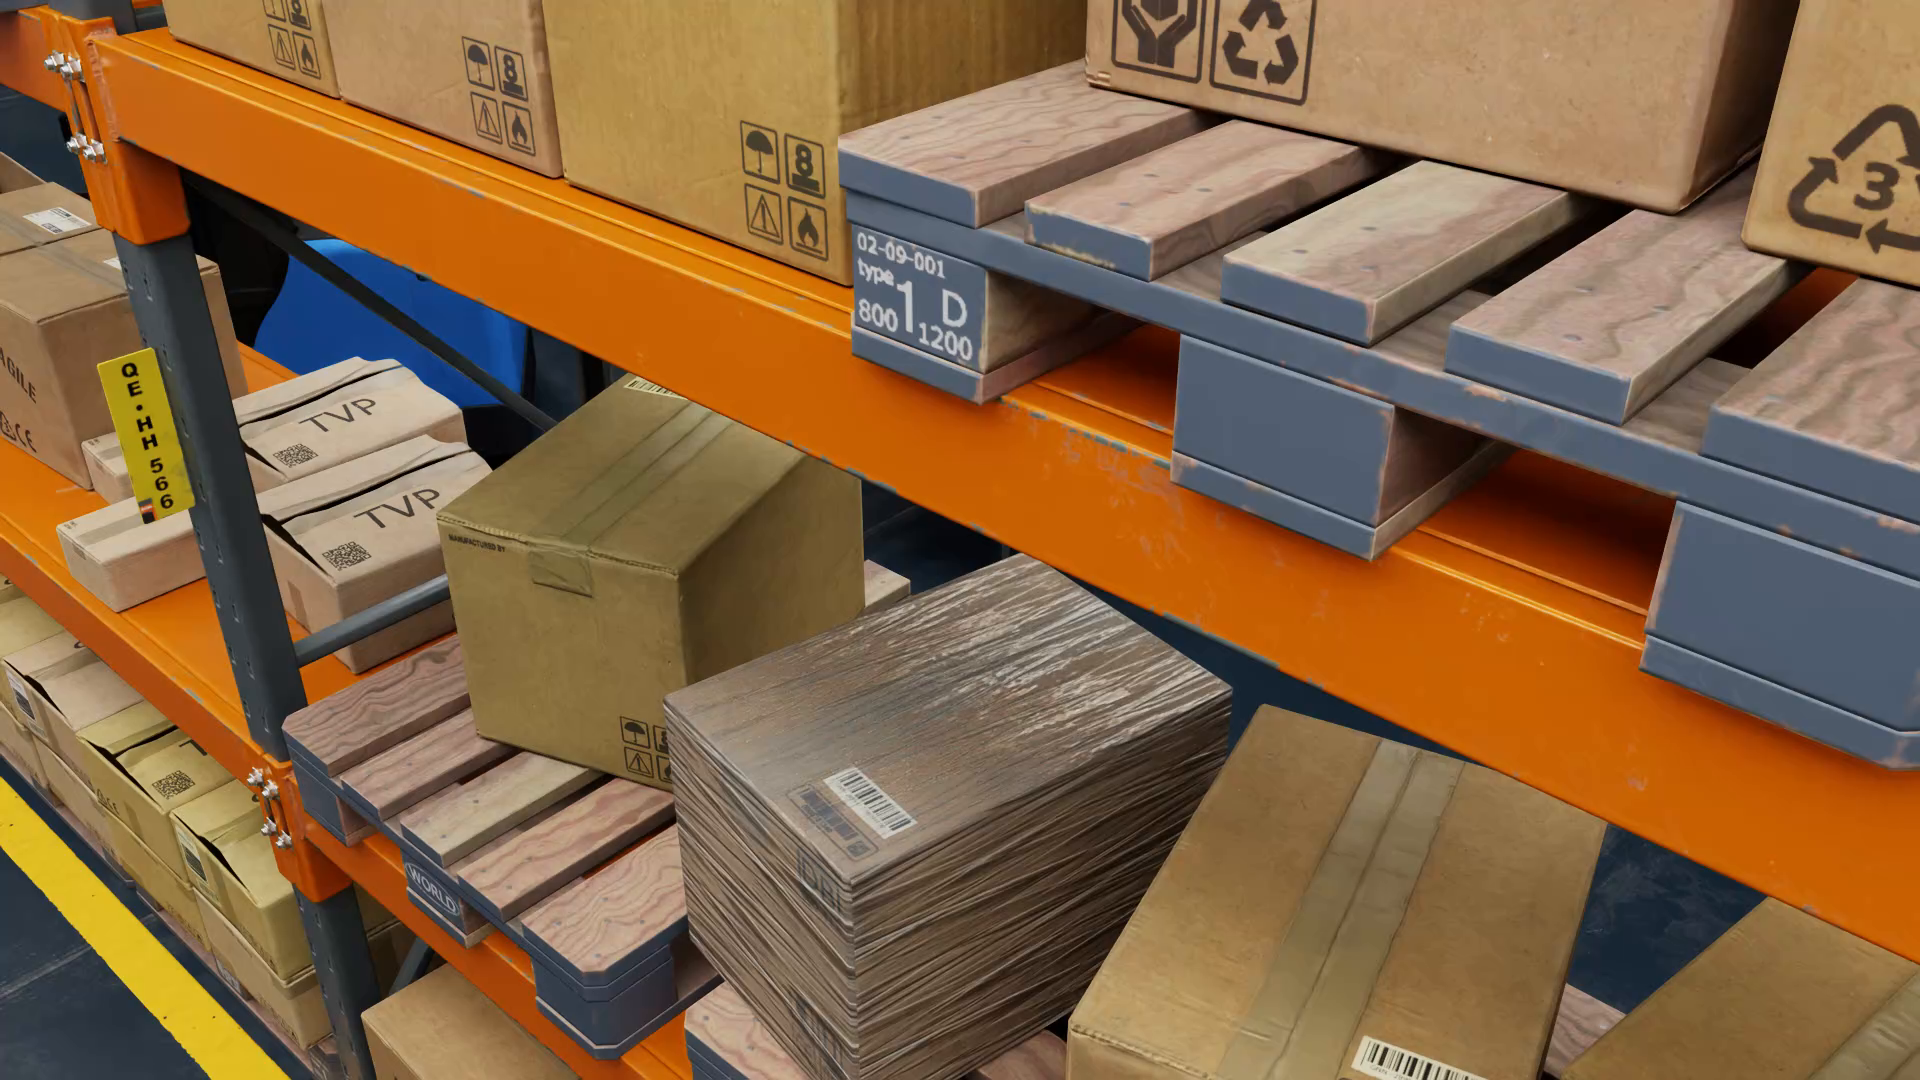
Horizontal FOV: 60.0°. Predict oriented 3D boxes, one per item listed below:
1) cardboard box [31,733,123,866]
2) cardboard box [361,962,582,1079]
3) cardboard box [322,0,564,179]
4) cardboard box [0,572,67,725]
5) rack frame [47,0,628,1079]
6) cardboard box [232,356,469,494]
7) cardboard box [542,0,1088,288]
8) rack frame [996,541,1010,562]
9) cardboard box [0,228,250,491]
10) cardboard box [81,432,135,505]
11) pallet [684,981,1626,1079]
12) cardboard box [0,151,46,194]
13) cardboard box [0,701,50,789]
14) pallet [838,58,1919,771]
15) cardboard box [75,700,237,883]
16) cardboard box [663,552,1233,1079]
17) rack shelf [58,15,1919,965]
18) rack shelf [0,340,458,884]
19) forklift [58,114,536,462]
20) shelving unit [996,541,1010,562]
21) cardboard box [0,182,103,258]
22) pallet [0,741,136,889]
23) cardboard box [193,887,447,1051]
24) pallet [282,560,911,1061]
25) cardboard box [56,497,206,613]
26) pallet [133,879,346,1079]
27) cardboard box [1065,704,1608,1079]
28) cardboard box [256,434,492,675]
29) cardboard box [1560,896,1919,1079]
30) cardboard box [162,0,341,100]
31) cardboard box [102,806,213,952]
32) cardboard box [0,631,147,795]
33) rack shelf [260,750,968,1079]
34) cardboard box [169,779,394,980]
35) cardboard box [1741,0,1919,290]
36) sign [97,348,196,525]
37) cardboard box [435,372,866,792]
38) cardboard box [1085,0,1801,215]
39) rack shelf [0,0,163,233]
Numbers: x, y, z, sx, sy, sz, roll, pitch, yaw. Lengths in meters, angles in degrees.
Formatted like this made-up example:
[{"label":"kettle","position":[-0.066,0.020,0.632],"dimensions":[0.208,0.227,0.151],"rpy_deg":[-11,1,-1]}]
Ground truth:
[{"label":"cardboard box","position":[-2.417,0.653,5.015],"dimensions":[0.500,0.250,0.500],"rpy_deg":[26,40,36]},{"label":"cardboard box","position":[-0.963,1.246,3.770],"dimensions":[0.500,0.500,0.500],"rpy_deg":[27,40,37]},{"label":"cardboard box","position":[-0.384,-0.917,2.359],"dimensions":[0.500,0.500,0.910],"rpy_deg":[25,39,35]},{"label":"cardboard box","position":[-2.794,0.240,5.159],"dimensions":[0.500,0.311,0.500],"rpy_deg":[26,40,36]},{"label":"rack frame","position":[-1.108,0.096,3.682],"dimensions":[0.127,3.000,1.000],"rpy_deg":[25,39,35]},{"label":"cardboard box","position":[-1.641,-0.249,4.342],"dimensions":[0.500,0.311,0.500],"rpy_deg":[25,39,35]},{"label":"cardboard box","position":[0.001,-0.737,2.061],"dimensions":[0.500,0.500,0.910],"rpy_deg":[25,39,35]},{"label":"rack frame","position":[0.314,-0.496,6.120],"dimensions":[0.032,1.500,0.500],"rpy_deg":[25,39,35]},{"label":"cardboard box","position":[-2.363,-0.521,4.610],"dimensions":[0.500,0.500,0.500],"rpy_deg":[23,38,33]},{"label":"cardboard box","position":[-2.092,-0.216,4.444],"dimensions":[0.380,0.149,0.250],"rpy_deg":[-26,40,-36]},{"label":"pallet","position":[0.337,0.850,2.616],"dimensions":[1.213,0.211,1.003],"rpy_deg":[25,39,35]},{"label":"cardboard box","position":[-3.125,-0.876,5.201],"dimensions":[0.500,0.500,0.500],"rpy_deg":[-26,40,-36]},{"label":"cardboard box","position":[-2.801,0.477,5.309],"dimensions":[0.500,0.250,0.500],"rpy_deg":[26,40,36]},{"label":"pallet","position":[0.650,-0.334,1.671],"dimensions":[1.003,0.211,1.213],"rpy_deg":[25,39,35]},{"label":"cardboard box","position":[-2.052,0.590,4.577],"dimensions":[0.500,0.311,0.500],"rpy_deg":[24,39,34]},{"label":"cardboard box","position":[-0.016,0.438,2.610],"dimensions":[0.700,0.500,0.500],"rpy_deg":[-21,37,-31]},{"label":"rack shelf","position":[0.375,-0.188,1.944],"dimensions":[4.000,0.370,1.077],"rpy_deg":[25,39,35]},{"label":"rack shelf","position":[-2.591,-0.288,5.017],"dimensions":[4.000,0.370,1.077],"rpy_deg":[25,39,35]},{"label":"forklift","position":[-3.460,-1.694,6.722],"dimensions":[3.031,2.935,1.130],"rpy_deg":[-6,31,-9]},{"label":"shelving unit","position":[-0.063,-0.672,6.412],"dimensions":[1.048,1.500,0.538],"rpy_deg":[25,39,35]},{"label":"cardboard box","position":[-2.754,-0.703,4.913],"dimensions":[0.500,0.500,0.500],"rpy_deg":[25,39,35]},{"label":"pallet","position":[-2.593,0.569,5.600],"dimensions":[1.213,0.211,1.003],"rpy_deg":[25,39,35]},{"label":"cardboard box","position":[-1.662,1.006,4.430],"dimensions":[0.500,0.250,0.500],"rpy_deg":[26,40,36]},{"label":"pallet","position":[-0.559,0.386,3.386],"dimensions":[1.003,0.211,1.213],"rpy_deg":[25,39,35]},{"label":"cardboard box","position":[-1.960,-0.002,4.088],"dimensions":[0.250,0.149,0.380],"rpy_deg":[25,39,35]},{"label":"pallet","position":[-1.692,0.991,4.899],"dimensions":[1.213,0.211,1.003],"rpy_deg":[25,39,35]},{"label":"cardboard box","position":[0.506,0.670,2.224],"dimensions":[0.500,0.500,0.700],"rpy_deg":[15,34,23]},{"label":"cardboard box","position":[-1.349,-0.008,3.941],"dimensions":[0.500,0.311,0.500],"rpy_deg":[-27,40,-37]},{"label":"cardboard box","position":[1.104,0.795,2.017],"dimensions":[0.700,0.500,0.500],"rpy_deg":[-22,38,-32]},{"label":"cardboard box","position":[-0.762,-1.093,2.653],"dimensions":[0.500,0.500,0.910],"rpy_deg":[25,39,35]},{"label":"cardboard box","position":[-2.047,0.829,4.724],"dimensions":[0.500,0.250,0.500],"rpy_deg":[25,39,35]},{"label":"cardboard box","position":[-2.424,0.414,4.869],"dimensions":[0.500,0.311,0.500],"rpy_deg":[25,39,35]},{"label":"rack shelf","position":[0.375,1.097,2.717],"dimensions":[4.000,0.370,1.077],"rpy_deg":[25,39,35]},{"label":"cardboard box","position":[-1.662,0.767,4.282],"dimensions":[0.500,0.311,0.500],"rpy_deg":[26,40,36]},{"label":"cardboard box","position":[1.023,-0.495,1.155],"dimensions":[0.600,0.600,0.600],"rpy_deg":[25,39,35]},{"label":"sign","position":[-1.478,-0.186,3.028],"dimensions":[0.005,0.325,0.100],"rpy_deg":[25,39,35]},{"label":"cardboard box","position":[-0.566,0.048,3.257],"dimensions":[0.500,0.500,0.700],"rpy_deg":[12,33,19]},{"label":"cardboard box","position":[0.543,-0.733,1.550],"dimensions":[0.600,0.600,0.600],"rpy_deg":[23,38,33]},{"label":"rack shelf","position":[-2.591,-1.573,4.243],"dimensions":[4.000,0.370,1.077],"rpy_deg":[25,39,35]}]
